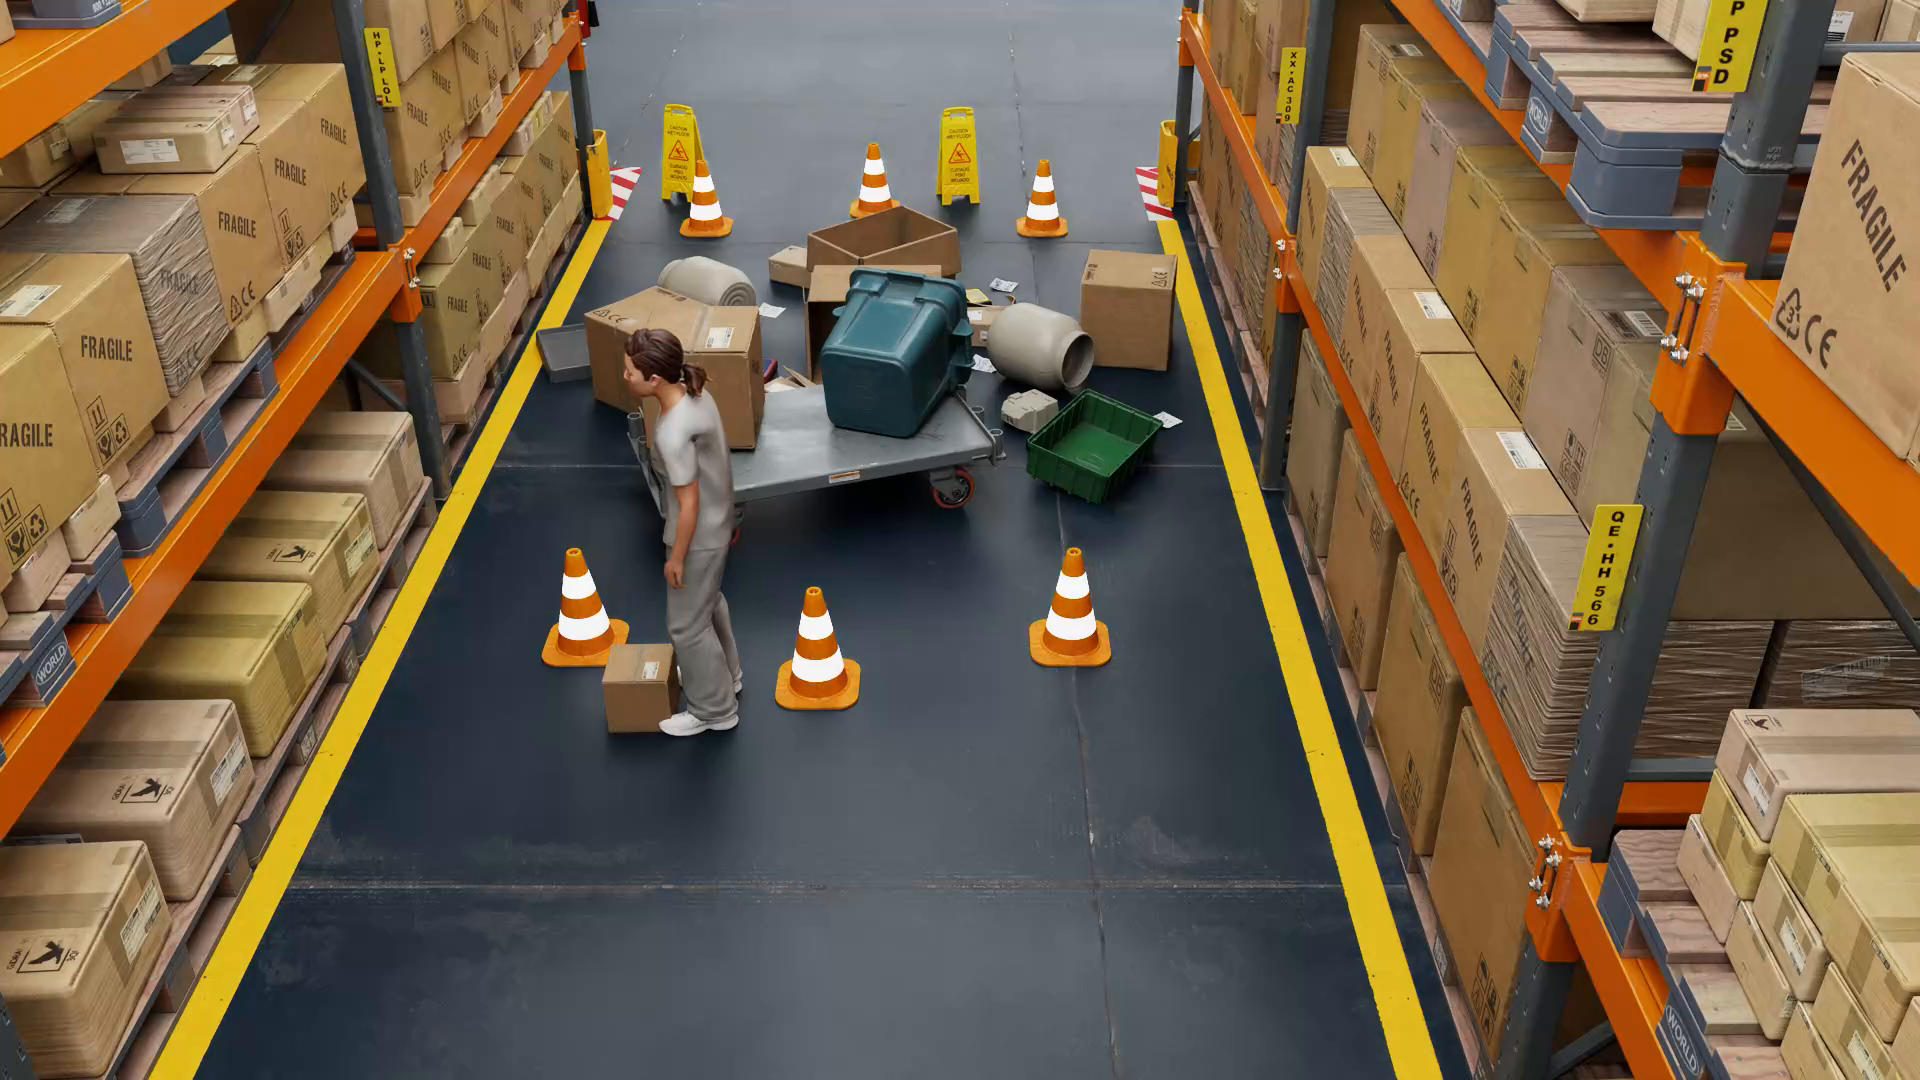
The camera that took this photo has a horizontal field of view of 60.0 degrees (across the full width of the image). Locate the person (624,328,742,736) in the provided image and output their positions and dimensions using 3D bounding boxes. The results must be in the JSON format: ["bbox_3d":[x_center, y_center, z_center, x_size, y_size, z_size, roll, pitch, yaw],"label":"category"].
[{"bbox_3d":[-1.005,-0.028,6.181,0.351,1.672,0.501,-1,32,-1],"label":"person"}]
